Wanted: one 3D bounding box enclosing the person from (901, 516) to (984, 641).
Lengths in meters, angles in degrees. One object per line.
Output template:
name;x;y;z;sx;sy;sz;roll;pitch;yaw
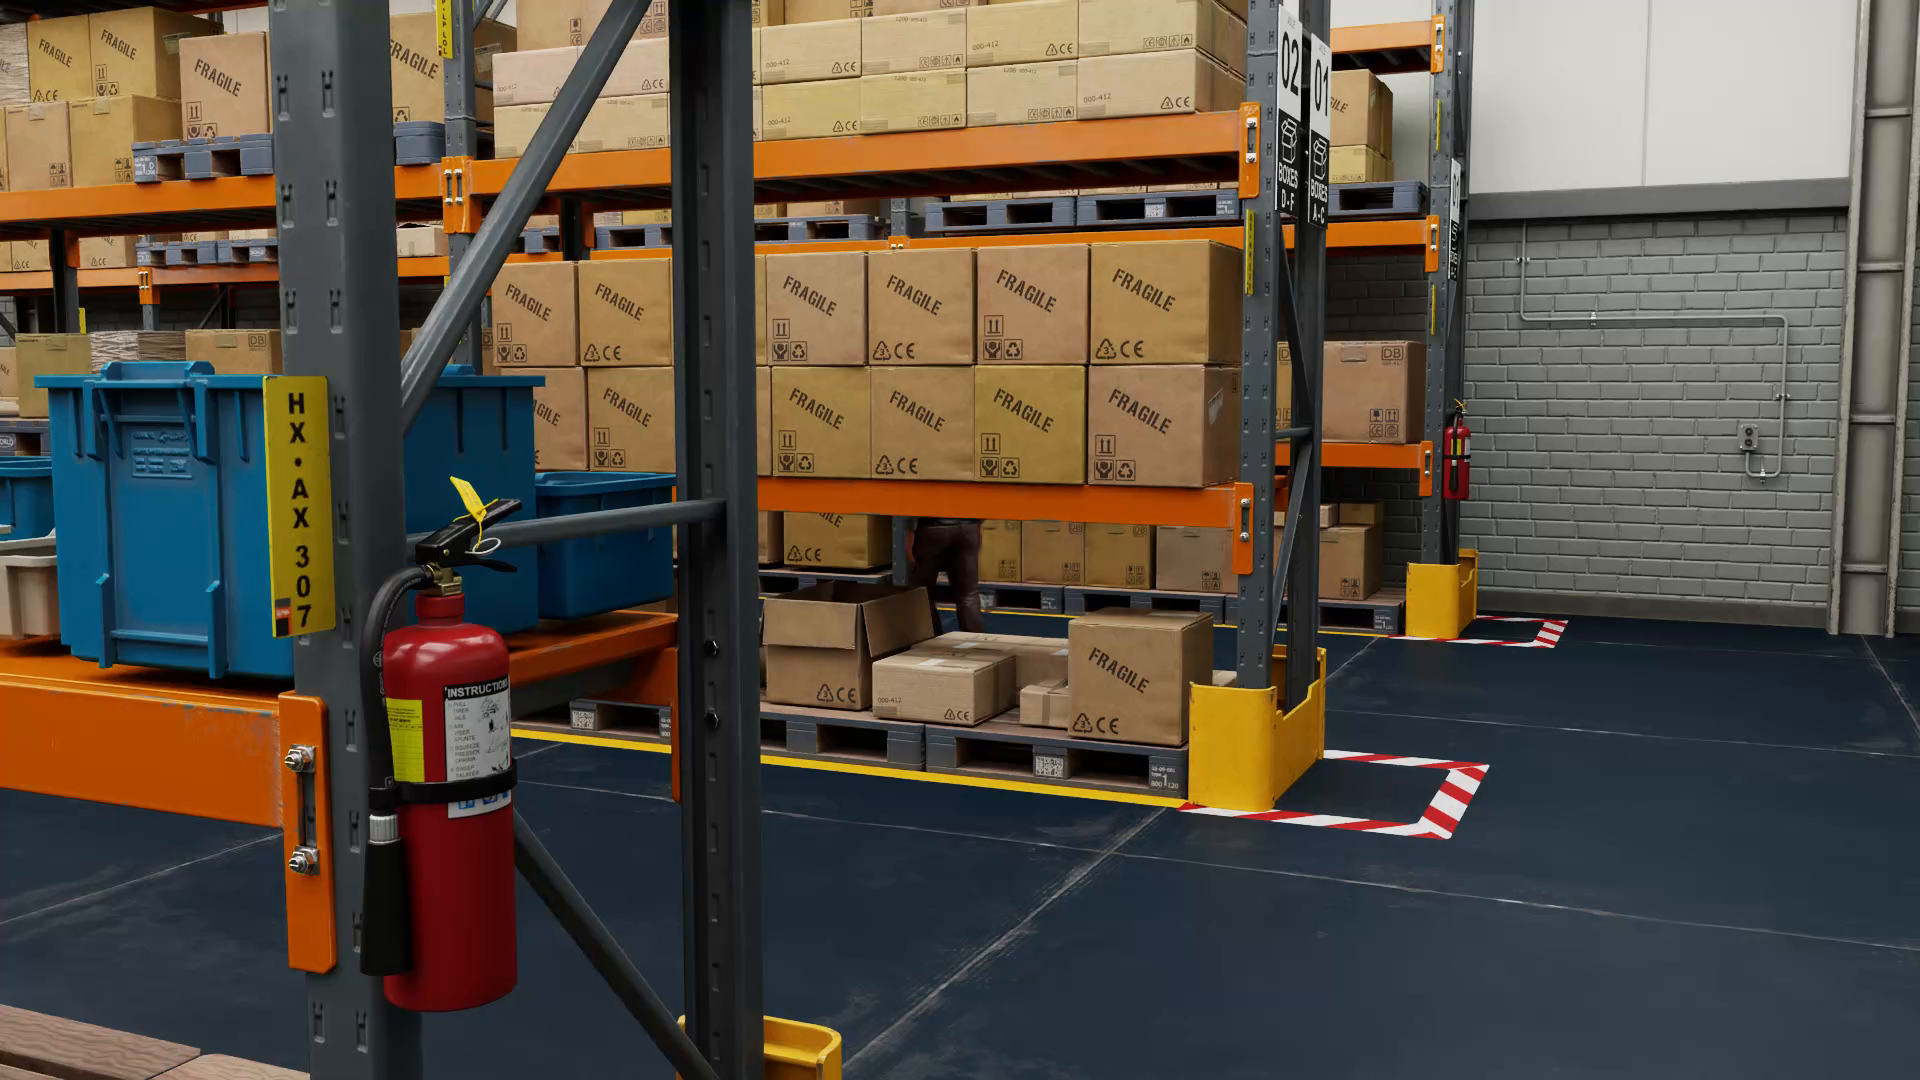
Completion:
person;-0.086;-0.035;9.536;0.563;1.711;0.563;-3;6;-29
